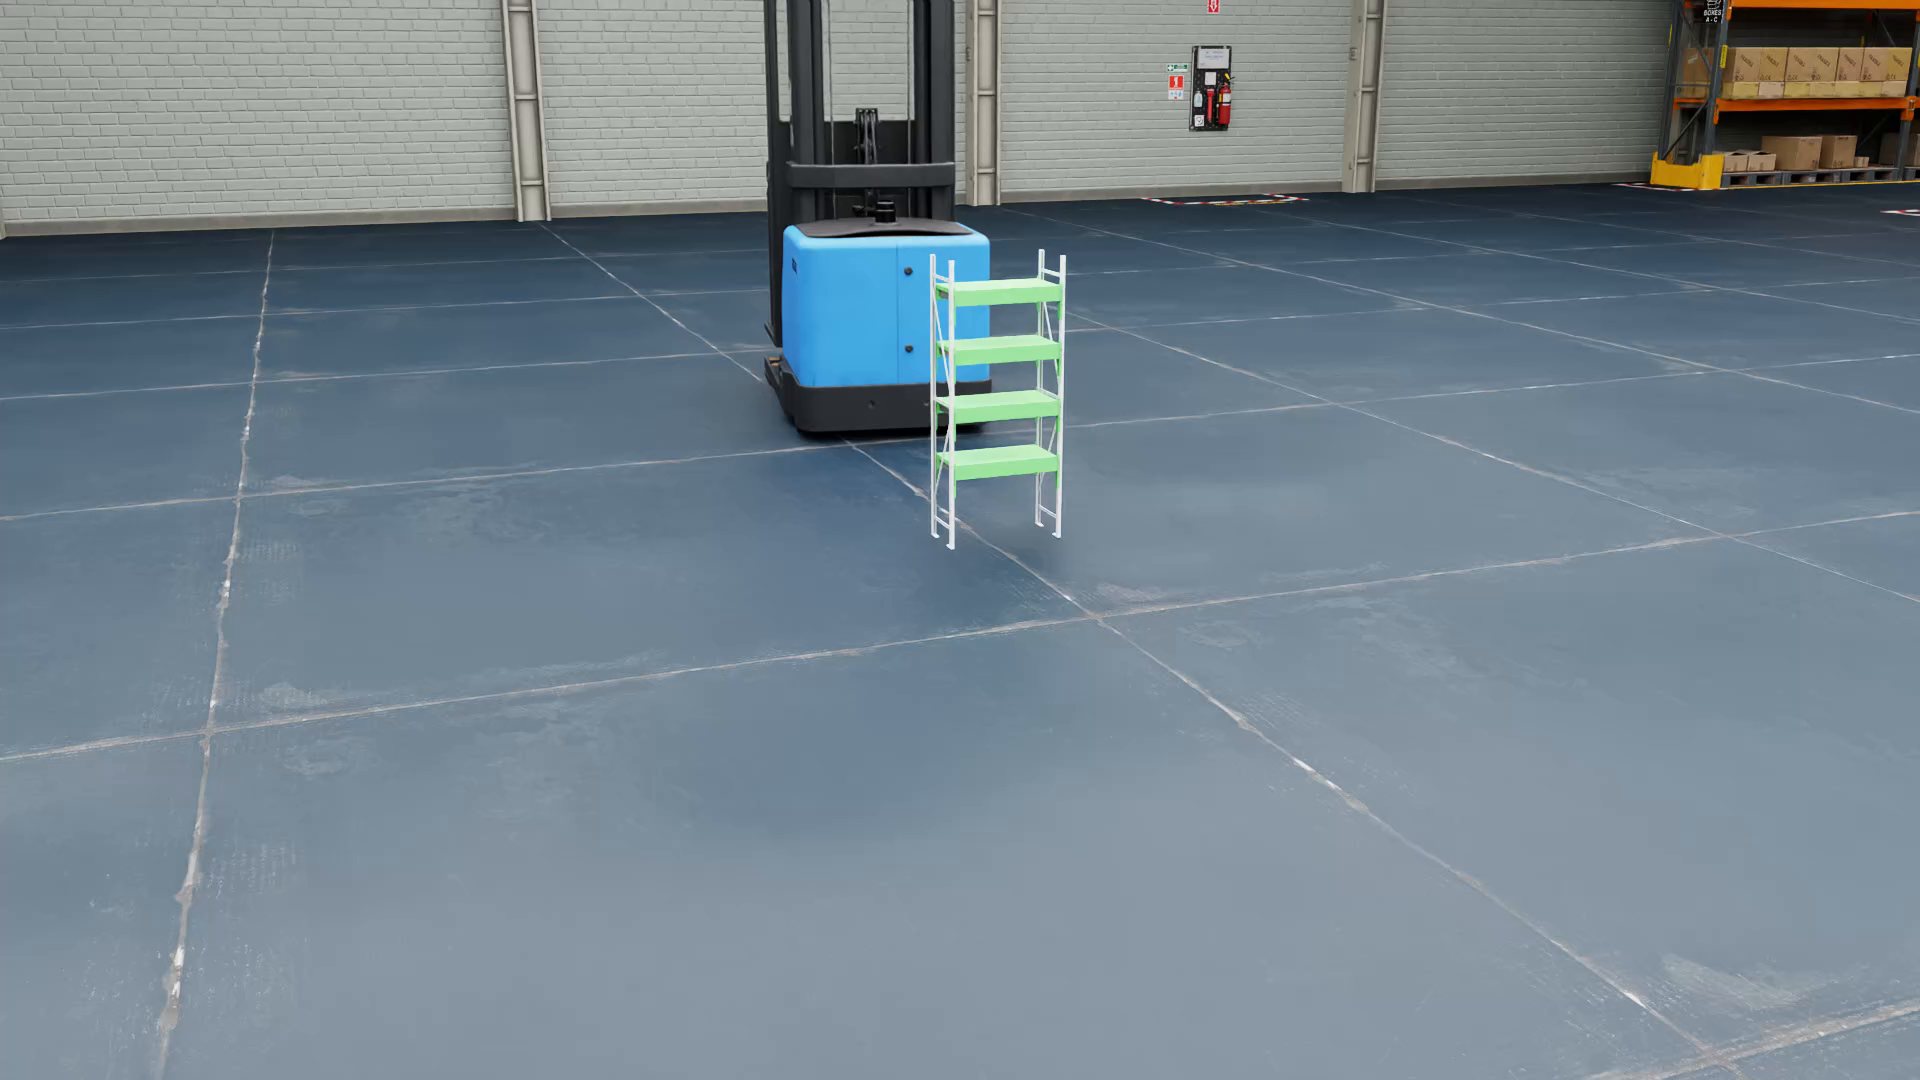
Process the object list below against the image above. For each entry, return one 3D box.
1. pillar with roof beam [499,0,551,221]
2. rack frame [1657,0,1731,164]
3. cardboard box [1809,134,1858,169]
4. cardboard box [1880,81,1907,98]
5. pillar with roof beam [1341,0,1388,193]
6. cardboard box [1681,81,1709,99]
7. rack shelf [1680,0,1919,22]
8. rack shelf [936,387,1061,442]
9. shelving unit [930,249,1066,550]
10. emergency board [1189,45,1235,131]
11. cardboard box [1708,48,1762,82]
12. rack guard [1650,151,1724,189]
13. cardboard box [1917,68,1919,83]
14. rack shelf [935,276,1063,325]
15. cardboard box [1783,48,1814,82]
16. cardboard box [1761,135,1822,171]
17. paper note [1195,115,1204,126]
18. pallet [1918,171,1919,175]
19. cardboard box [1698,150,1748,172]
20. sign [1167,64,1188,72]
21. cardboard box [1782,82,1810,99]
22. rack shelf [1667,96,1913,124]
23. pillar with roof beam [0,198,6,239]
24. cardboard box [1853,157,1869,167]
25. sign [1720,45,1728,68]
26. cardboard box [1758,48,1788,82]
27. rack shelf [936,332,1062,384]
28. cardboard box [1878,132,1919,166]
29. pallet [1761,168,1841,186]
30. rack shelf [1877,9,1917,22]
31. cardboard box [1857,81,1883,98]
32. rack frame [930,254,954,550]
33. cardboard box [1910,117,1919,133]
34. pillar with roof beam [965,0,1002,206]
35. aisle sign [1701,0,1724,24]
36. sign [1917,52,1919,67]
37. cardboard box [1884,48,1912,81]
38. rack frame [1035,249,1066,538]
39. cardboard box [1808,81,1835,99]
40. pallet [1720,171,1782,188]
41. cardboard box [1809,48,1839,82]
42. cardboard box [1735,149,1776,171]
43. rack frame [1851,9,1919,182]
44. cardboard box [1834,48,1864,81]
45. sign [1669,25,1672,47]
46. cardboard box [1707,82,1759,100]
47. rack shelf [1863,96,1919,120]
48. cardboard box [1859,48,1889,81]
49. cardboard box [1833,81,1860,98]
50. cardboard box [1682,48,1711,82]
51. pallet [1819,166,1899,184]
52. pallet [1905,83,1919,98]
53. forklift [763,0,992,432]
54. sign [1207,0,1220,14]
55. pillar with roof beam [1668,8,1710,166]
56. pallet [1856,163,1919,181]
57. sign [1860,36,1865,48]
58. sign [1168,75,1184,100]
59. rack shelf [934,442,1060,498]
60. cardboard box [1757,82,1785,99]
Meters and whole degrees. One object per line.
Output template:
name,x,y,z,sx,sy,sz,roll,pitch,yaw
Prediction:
pillar with roof beam,-3.750,-7.157,15.499,0.400,9.000,9.100,-6,17,-20
rack frame,11.174,-6.928,25.366,0.127,3.000,1.000,-6,17,-20
cardboard box,13.954,-6.228,26.638,0.500,0.500,0.500,-8,18,-24
cardboard box,14.575,-7.141,26.324,0.500,0.250,0.500,-6,17,-20
pillar with roof beam,7.456,-8.367,19.619,0.400,9.000,9.100,-6,17,-20
cardboard box,11.541,-6.964,25.719,0.500,0.250,0.500,-6,17,-19
rack shelf,13.041,-8.224,25.732,4.000,0.370,1.077,-6,17,-20
rack shelf,0.155,-0.531,7.004,0.480,0.148,0.258,-6,17,-20
shelving unit,0.155,-0.592,6.986,0.503,1.200,0.258,-6,17,-20
emergency board,3.594,-6.382,23.508,0.643,1.169,0.194,-6,17,-20
cardboard box,11.727,-7.194,25.174,0.500,0.500,0.500,-6,17,-20
rack guard,11.245,-5.736,25.745,0.348,0.500,1.175,-6,17,-20
cardboard box,15.396,-7.633,26.808,0.500,0.500,0.700,-6,17,-20
rack shelf,0.155,-0.992,6.869,0.480,0.148,0.258,-6,17,-20
cardboard box,12.677,-7.292,25.506,0.500,0.500,0.500,-7,18,-22
cardboard box,13.087,-6.104,26.216,0.500,0.500,0.700,-7,18,-24
paper note,3.404,-5.960,23.633,0.142,0.148,0.016,-6,17,-20
pallet,16.776,-6.196,27.824,1.213,0.211,1.003,-6,17,-20
cardboard box,11.852,-5.895,25.840,0.500,0.311,0.500,-8,18,-26
sign,3.048,-6.623,23.324,0.331,0.109,0.001,-6,17,-20
cardboard box,12.701,-6.937,25.628,0.500,0.250,0.500,-6,18,-21
rack shelf,13.041,-6.784,26.154,4.000,0.370,1.077,-6,17,-20
pillar with roof beam,-9.353,-6.552,13.440,0.400,9.000,9.100,-6,17,-20
cardboard box,14.420,-6.121,26.866,0.250,0.166,0.380,-9,18,-27
sign,11.368,-7.201,24.758,0.005,0.325,0.100,-6,17,-20
cardboard box,12.192,-7.242,25.334,0.500,0.500,0.500,-6,17,-20
rack shelf,0.155,-0.761,6.936,0.480,0.148,0.258,-6,17,-20
cardboard box,15.590,-6.422,27.298,0.500,0.500,0.700,-6,17,-18
pallet,13.153,-5.792,26.448,1.213,0.211,1.003,-6,17,-20
rack shelf,16.776,-8.627,27.105,4.000,0.370,1.077,-6,17,-20
cardboard box,14.107,-7.093,26.160,0.500,0.250,0.500,-6,17,-20
rack frame,-0.073,-0.568,6.902,0.015,1.200,0.240,-6,17,-20
cardboard box,16.000,-6.827,27.346,0.500,0.250,0.500,-7,18,-21
pillar with roof beam,1.853,-7.762,17.559,0.400,9.000,9.100,-6,17,-20
aisle sign,11.214,-8.089,24.707,0.004,0.787,0.394,-6,17,-20
sign,15.110,-7.605,26.134,0.005,0.325,0.100,-6,17,-20
cardboard box,14.578,-7.500,26.213,0.500,0.500,0.500,-6,17,-20
rack frame,0.382,-0.617,7.070,0.015,1.200,0.240,-6,17,-20
cardboard box,13.173,-6.988,25.800,0.500,0.250,0.500,-6,17,-20
pallet,12.016,-5.670,26.033,1.213,0.211,1.003,-6,17,-20
cardboard box,13.155,-7.347,25.694,0.500,0.500,0.500,-6,17,-18
cardboard box,12.384,-5.952,26.036,0.500,0.311,0.500,-5,17,-15
rack frame,14.909,-7.331,26.740,0.127,3.000,1.000,-6,17,-20
cardboard box,13.640,-7.400,25.873,0.500,0.500,0.500,-7,18,-22
sign,10.994,-7.783,25.663,0.005,0.325,0.100,-6,17,-20
cardboard box,11.743,-6.831,25.268,0.500,0.250,0.500,-7,18,-22
rack shelf,16.776,-7.188,27.528,4.000,0.370,1.077,-6,17,-20
cardboard box,14.114,-7.448,26.036,0.500,0.500,0.500,-6,17,-20
cardboard box,13.643,-7.039,25.974,0.500,0.250,0.500,-6,17,-20
cardboard box,11.538,-7.329,25.631,0.500,0.500,0.500,-6,18,-21
pallet,14.294,-5.916,26.870,1.213,0.211,1.003,-6,17,-20
pallet,15.675,-7.278,26.899,1.213,0.211,1.003,-6,17,-20
forklift,-0.619,-2.350,9.898,1.130,2.935,3.031,-3,17,-11
sign,3.551,-7.520,23.267,0.199,0.298,0.001,-6,17,-20
pillar with roof beam,13.058,-8.972,21.679,0.400,9.000,9.100,-6,17,-20
pallet,15.635,-6.072,27.401,1.213,0.211,1.003,-6,17,-20
sign,14.707,-8.032,27.073,0.005,0.325,0.100,-6,17,-20
sign,3.041,-6.371,23.405,0.234,0.329,0.001,-6,17,-20
rack shelf,0.155,-0.301,7.072,0.480,0.148,0.258,-6,17,-20
cardboard box,12.223,-6.887,25.459,0.500,0.250,0.500,-7,18,-22
